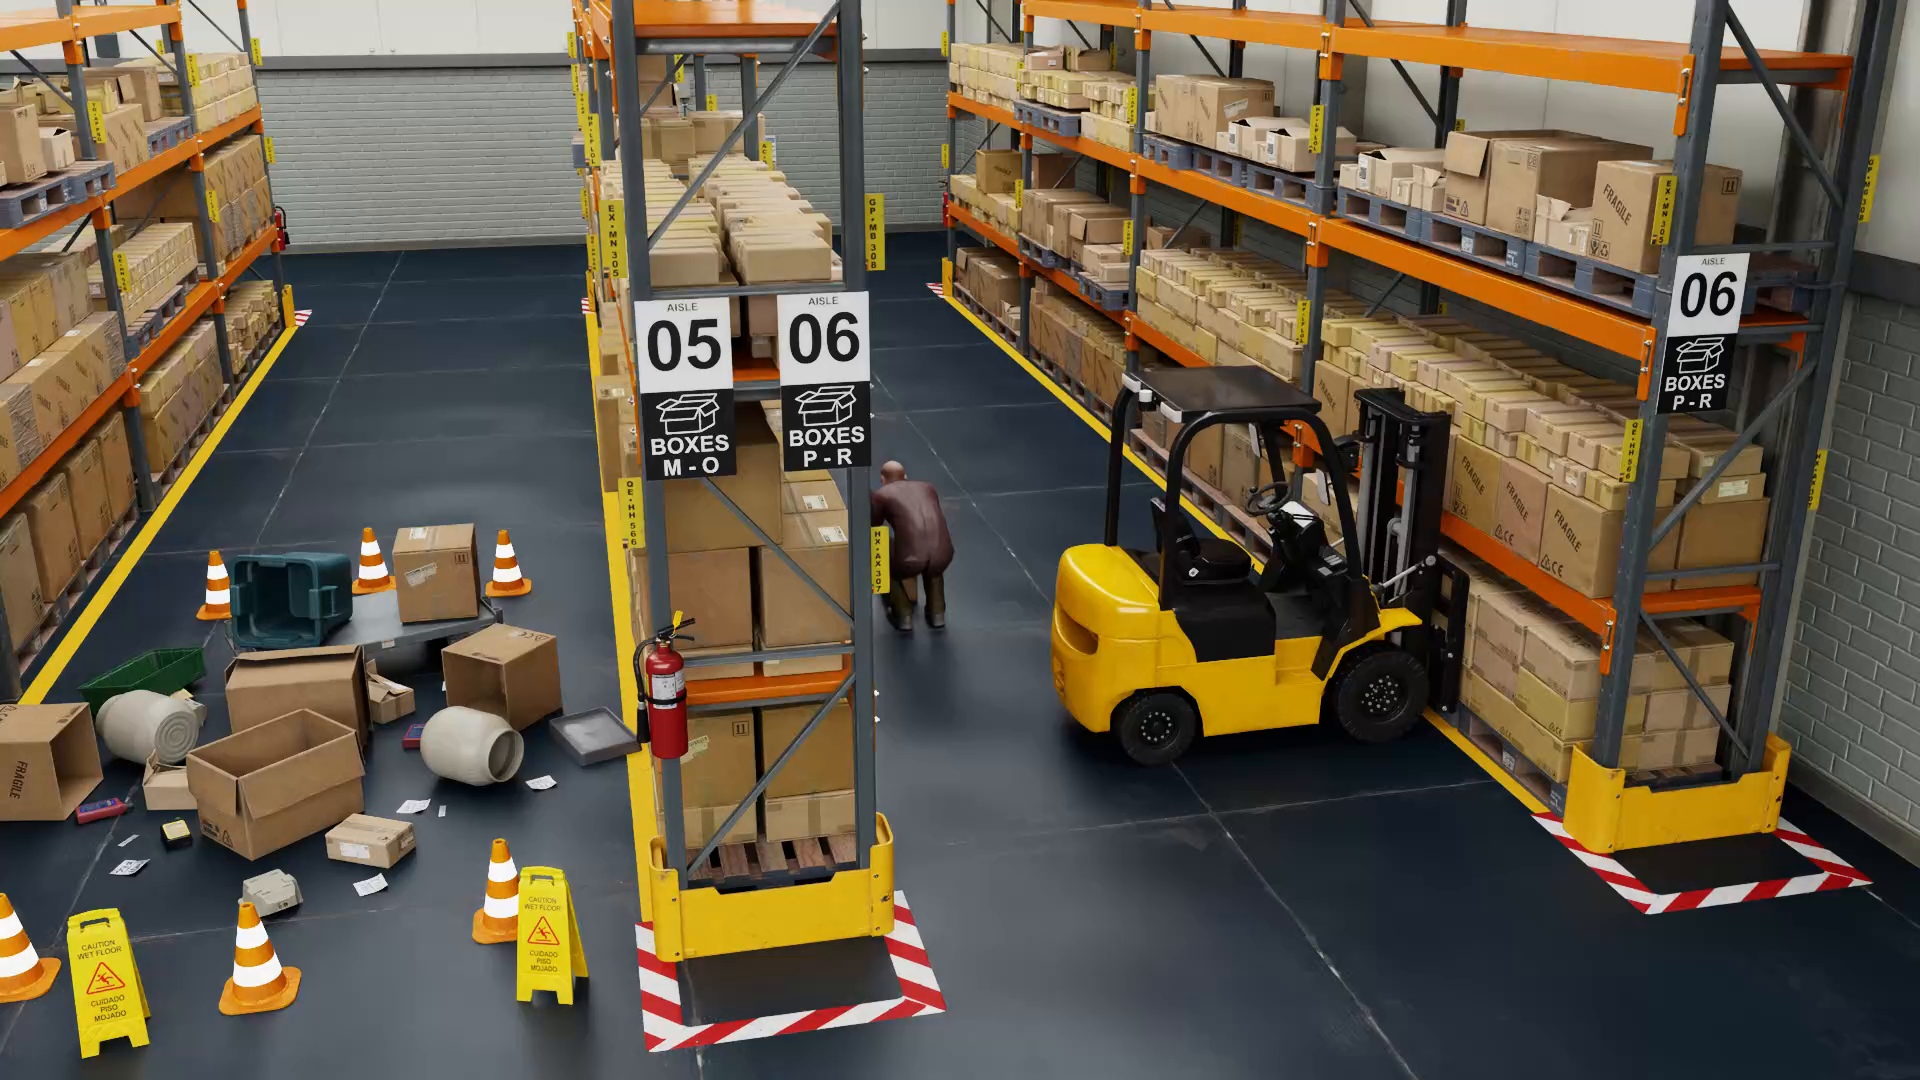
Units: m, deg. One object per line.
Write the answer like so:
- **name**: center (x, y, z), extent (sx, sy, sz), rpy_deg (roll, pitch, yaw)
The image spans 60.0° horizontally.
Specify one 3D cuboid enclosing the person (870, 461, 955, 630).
- **person**: center (-0.367, 0.045, 12.001), extent (0.617, 1.092, 0.865), rpy_deg (-6, 20, -16)
